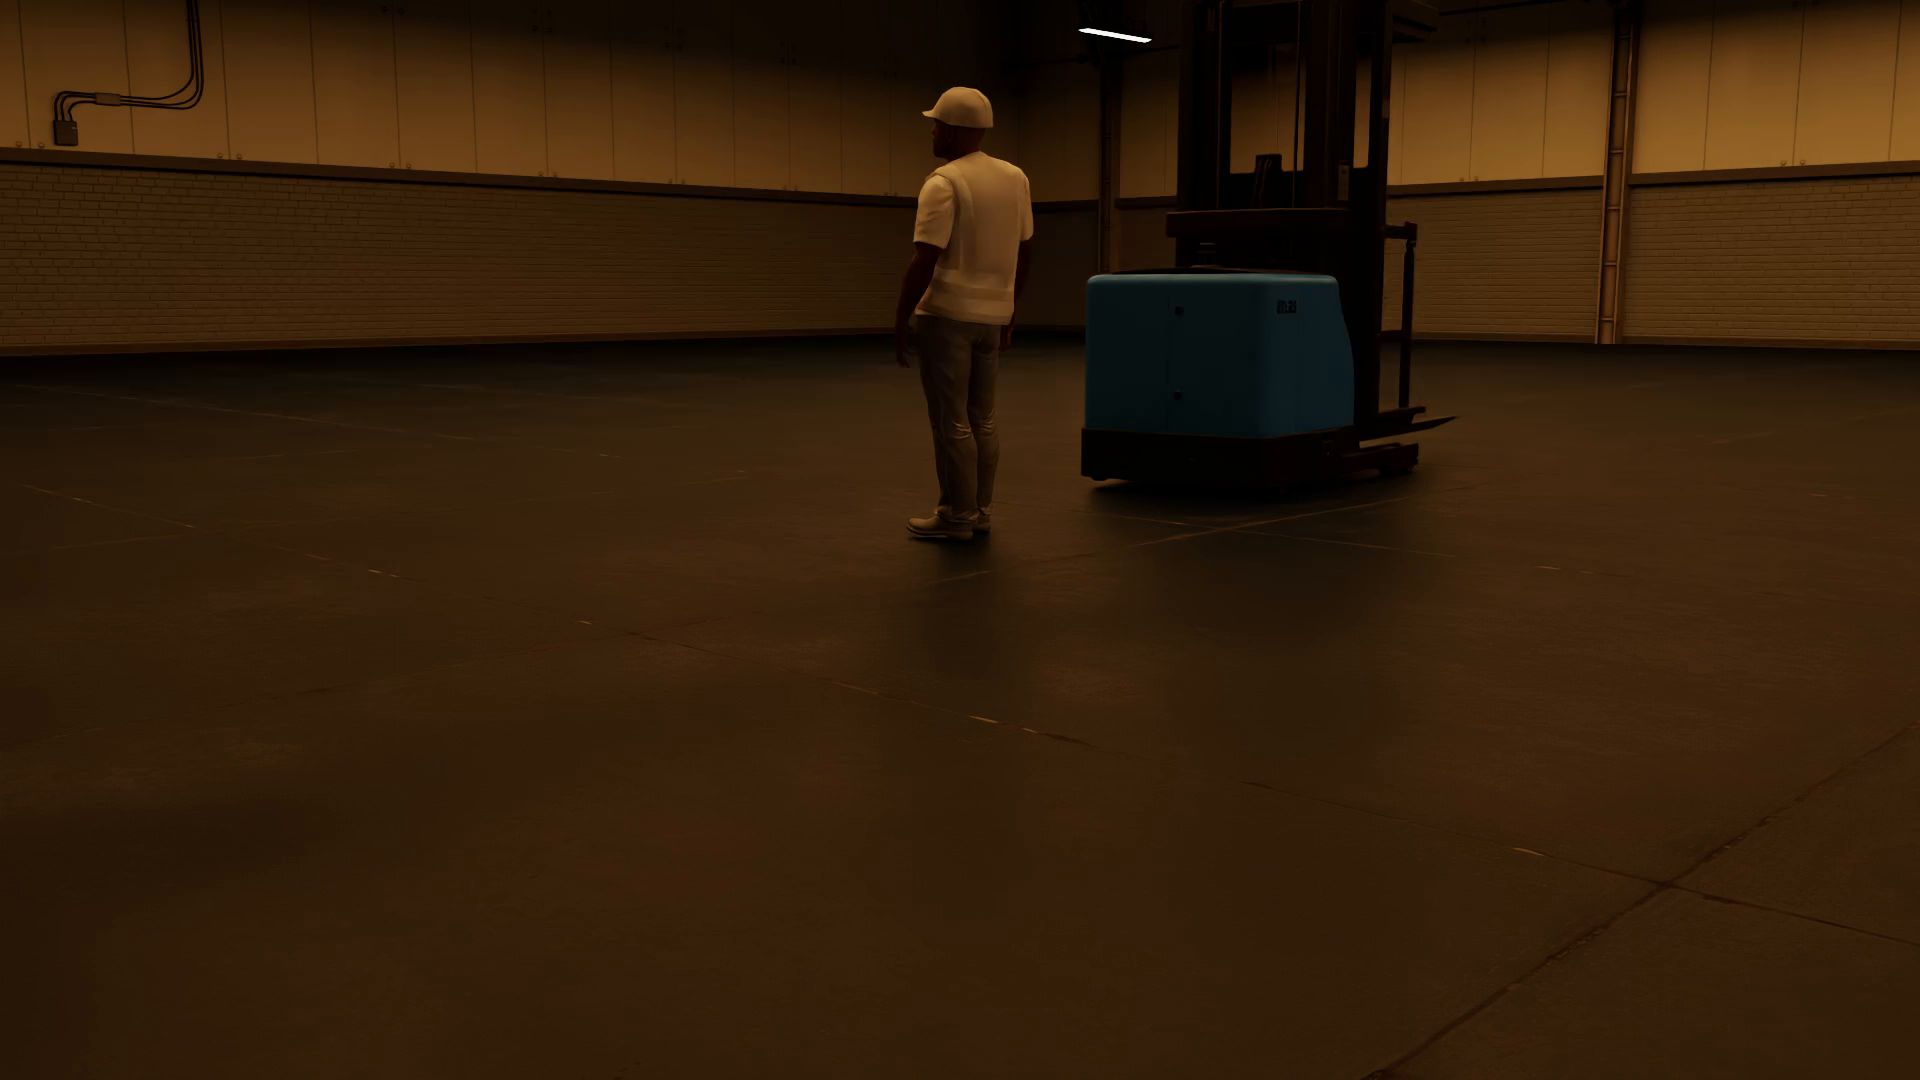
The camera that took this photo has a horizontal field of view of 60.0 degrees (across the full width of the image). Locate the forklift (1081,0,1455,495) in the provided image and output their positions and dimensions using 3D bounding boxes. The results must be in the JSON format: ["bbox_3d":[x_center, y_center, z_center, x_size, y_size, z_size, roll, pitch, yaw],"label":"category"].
[{"bbox_3d":[1.891,-1.838,9.081,1.130,2.935,3.031,6,11,36],"label":"forklift"}]

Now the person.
[{"bbox_3d":[-0.045,-0.888,6.637,0.577,1.765,0.665,8,12,43],"label":"person"}]
